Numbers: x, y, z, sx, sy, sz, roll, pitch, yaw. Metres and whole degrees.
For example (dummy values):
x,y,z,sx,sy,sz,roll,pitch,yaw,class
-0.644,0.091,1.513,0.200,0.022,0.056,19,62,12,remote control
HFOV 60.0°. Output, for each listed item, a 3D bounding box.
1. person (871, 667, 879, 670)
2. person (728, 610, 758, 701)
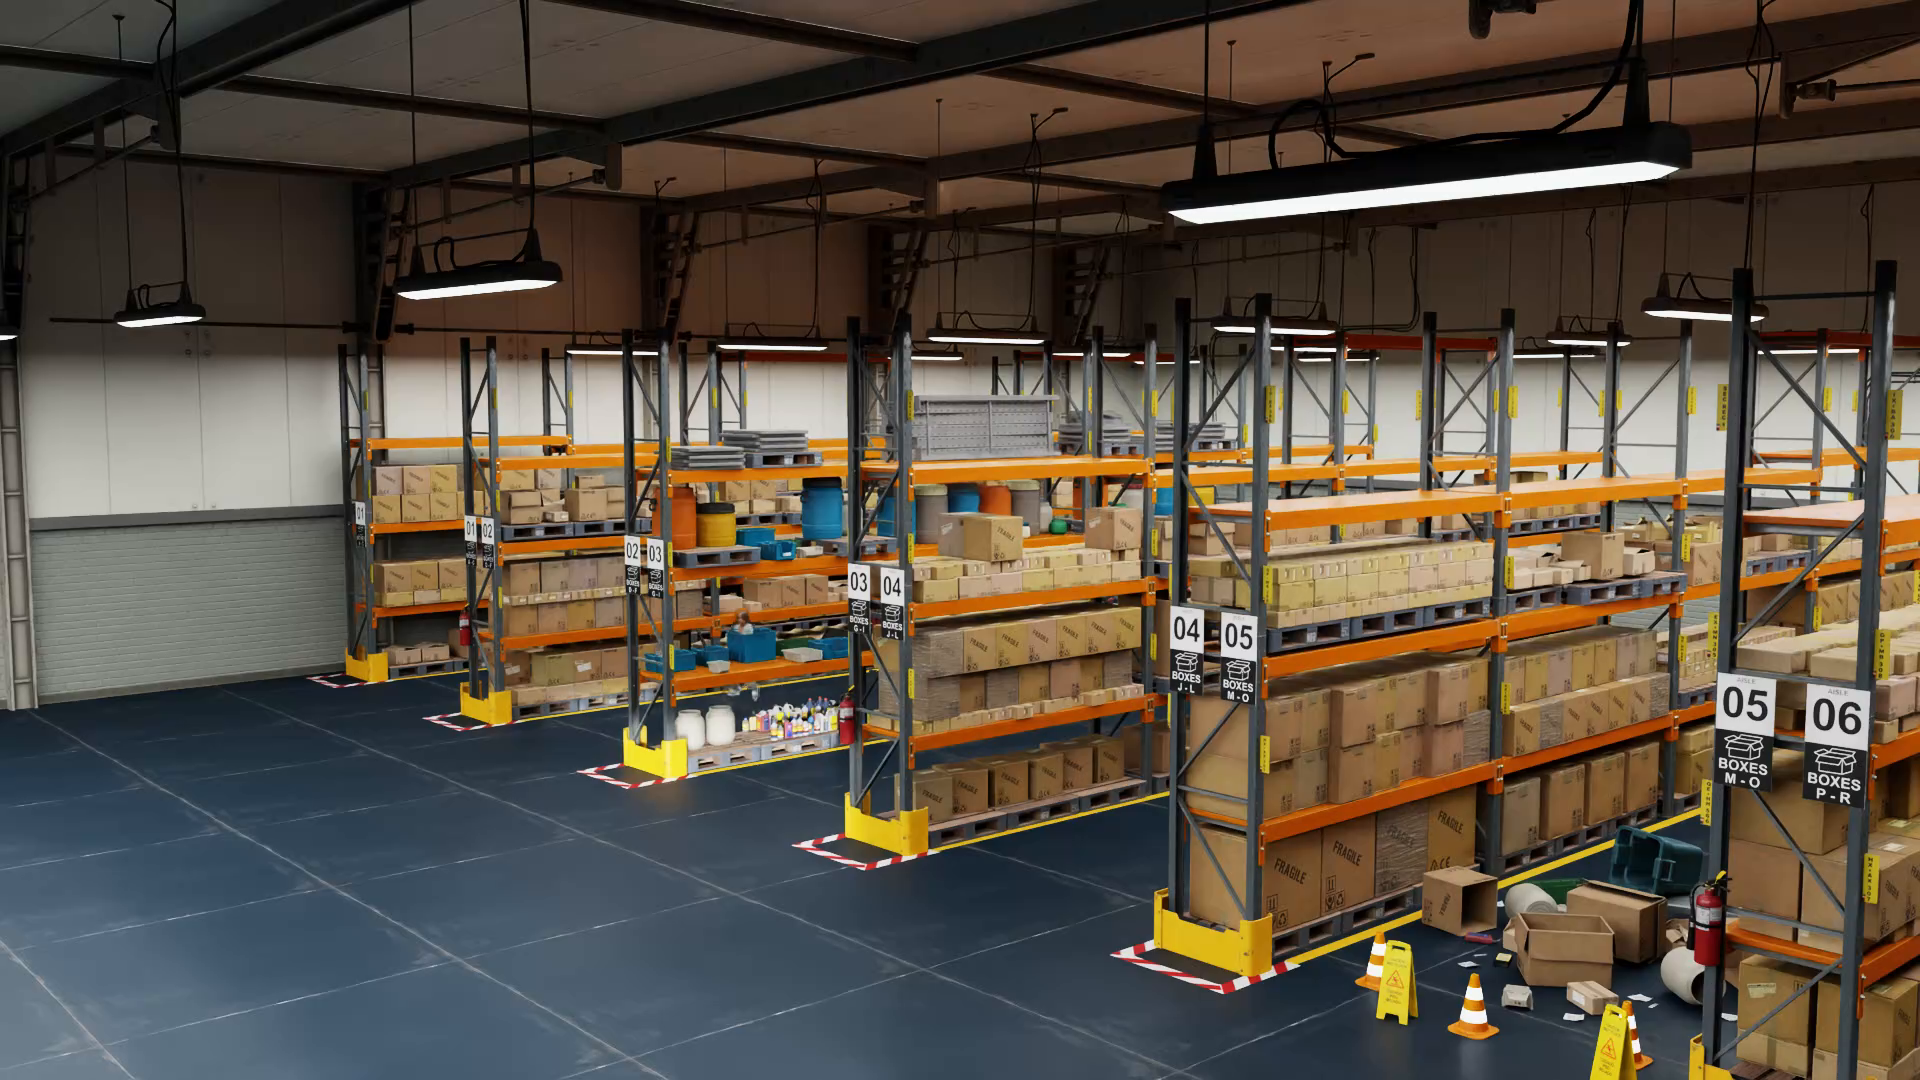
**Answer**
x,y,z,sx,sy,sz,roll,pitch,yaw,class
-1.079,1.491,29.352,0.677,1.559,1.108,4,7,39,person
-3.454,1.872,26.662,0.522,1.516,0.732,2,6,22,person
